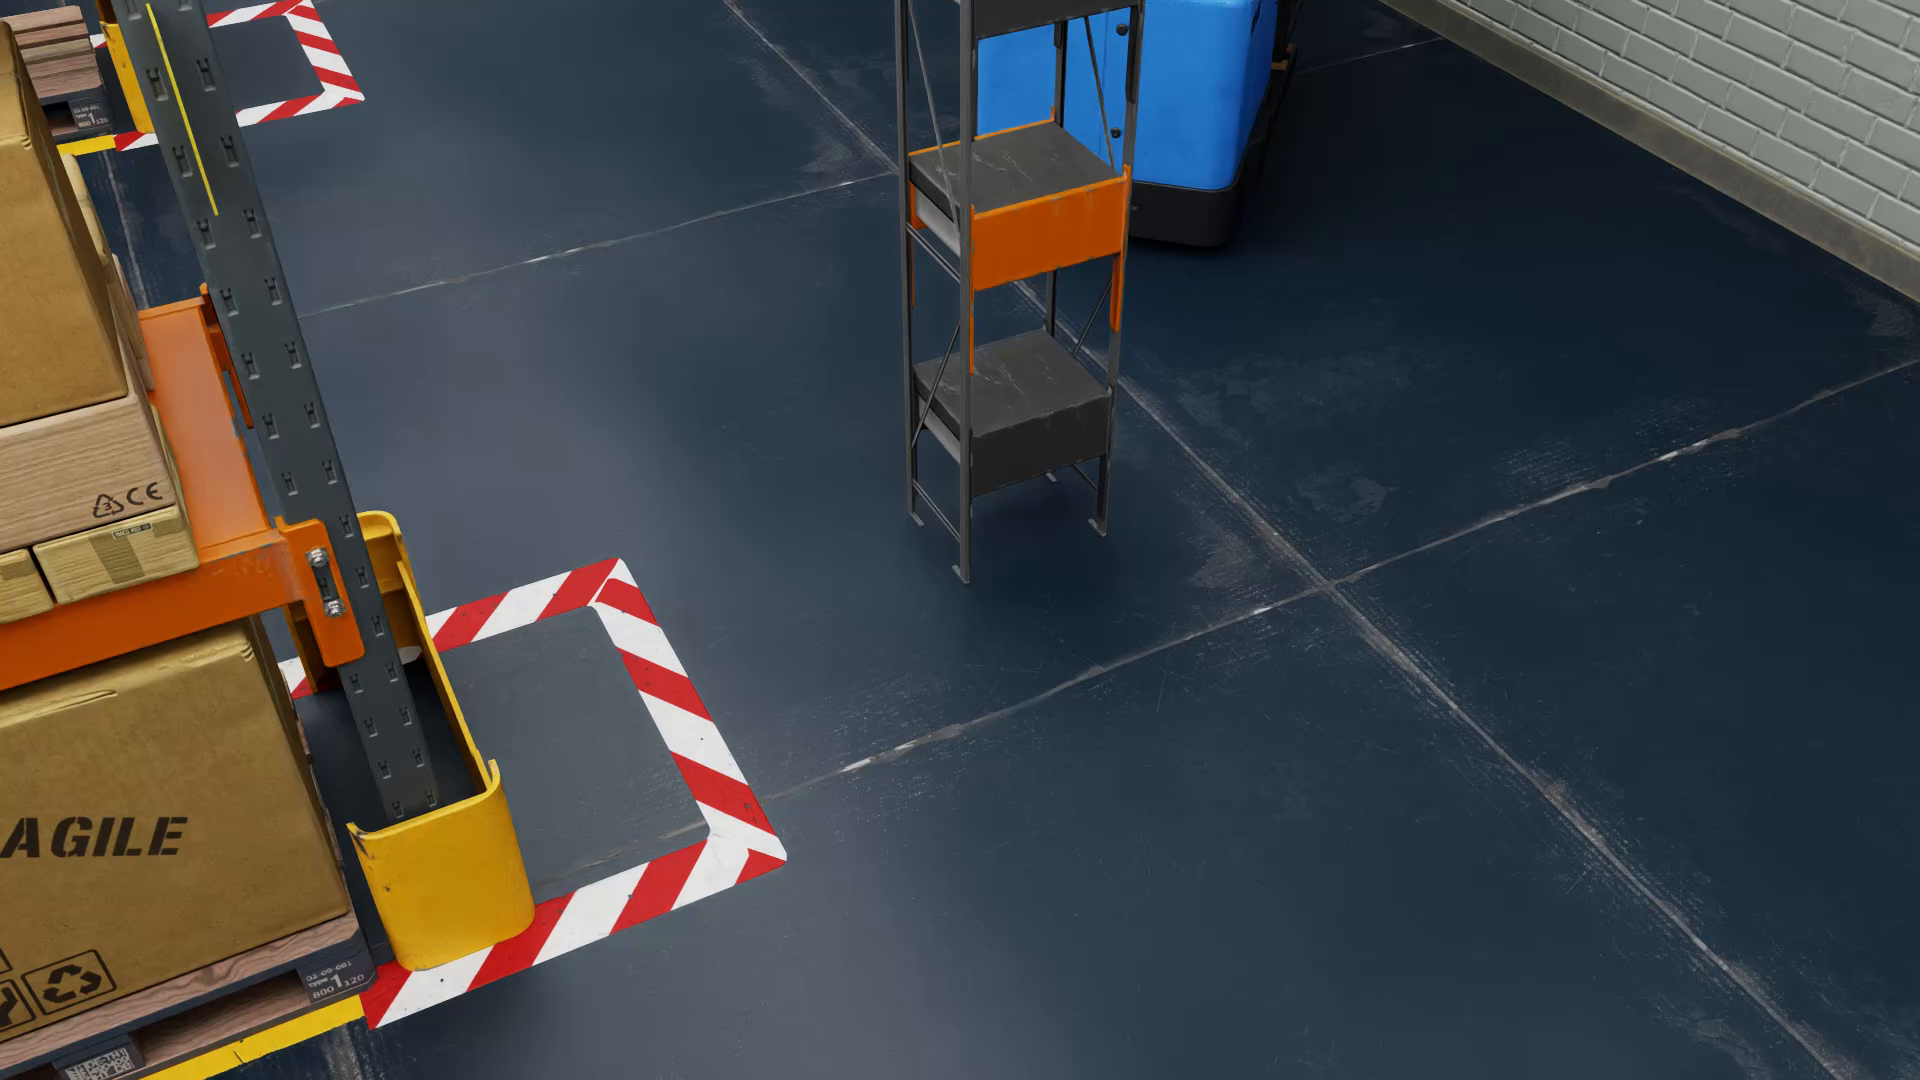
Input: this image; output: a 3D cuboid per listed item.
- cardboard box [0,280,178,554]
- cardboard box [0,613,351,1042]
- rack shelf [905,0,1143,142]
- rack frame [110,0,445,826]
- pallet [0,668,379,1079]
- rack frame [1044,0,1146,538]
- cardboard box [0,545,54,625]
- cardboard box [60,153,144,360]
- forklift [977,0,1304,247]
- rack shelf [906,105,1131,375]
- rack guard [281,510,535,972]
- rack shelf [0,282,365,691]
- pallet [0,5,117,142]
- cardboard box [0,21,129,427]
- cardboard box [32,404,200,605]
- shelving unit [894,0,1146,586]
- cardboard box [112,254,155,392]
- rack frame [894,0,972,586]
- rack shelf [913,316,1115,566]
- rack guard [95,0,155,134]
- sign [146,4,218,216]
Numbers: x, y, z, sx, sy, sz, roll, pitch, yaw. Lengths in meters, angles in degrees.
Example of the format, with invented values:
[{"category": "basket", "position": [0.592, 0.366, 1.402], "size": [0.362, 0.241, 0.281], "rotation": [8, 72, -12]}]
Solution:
[{"category": "cardboard box", "position": [-1.786, -0.225, 3.081], "size": [0.500, 0.250, 0.500], "rotation": [-19, 44, -21]}, {"category": "cardboard box", "position": [-2.010, 0.422, 3.750], "size": [0.875, 0.875, 0.875], "rotation": [-19, 44, -21]}, {"category": "rack shelf", "position": [0.147, -1.375, 4.187], "size": [0.480, 0.518, 0.431], "rotation": [-19, 44, -21]}, {"category": "rack frame", "position": [-1.479, -0.466, 3.479], "size": [0.127, 3.000, 1.000], "rotation": [-19, 44, -21]}, {"category": "pallet", "position": [-2.152, 0.882, 4.045], "size": [1.213, 0.211, 1.003], "rotation": [-19, 44, -21]}, {"category": "rack frame", "position": [0.363, -0.924, 4.716], "size": [0.015, 2.100, 0.400], "rotation": [-19, 44, -21]}, {"category": "cardboard box", "position": [-1.873, 0.004, 3.119], "size": [0.250, 0.149, 0.380], "rotation": [-18, 44, -20]}, {"category": "cardboard box", "position": [-2.030, -0.534, 3.445], "size": [0.500, 0.250, 0.500], "rotation": [-20, 44, -22]}, {"category": "forklift", "position": [0.958, -3.225, 6.791], "size": [1.130, 2.935, 3.031], "rotation": [11, 41, 12]}, {"category": "rack shelf", "position": [0.147, -0.840, 4.639], "size": [0.480, 0.518, 0.431], "rotation": [-19, 44, -21]}, {"category": "rack guard", "position": [-1.458, 0.481, 4.295], "size": [0.348, 0.500, 1.175], "rotation": [-19, 44, -21]}, {"category": "rack shelf", "position": [-3.253, 0.406, 3.006], "size": [4.000, 0.370, 1.077], "rotation": [-19, 44, -21]}, {"category": "pallet", "position": [-4.517, -2.016, 7.468], "size": [1.213, 0.211, 1.003], "rotation": [-19, 44, -21]}, {"category": "cardboard box", "position": [-1.790, -0.512, 2.839], "size": [0.500, 0.500, 0.500], "rotation": [-18, 43, -20]}, {"category": "cardboard box", "position": [-1.643, -0.075, 3.211], "size": [0.250, 0.149, 0.380], "rotation": [-18, 43, -20]}, {"category": "shelving unit", "position": [0.147, -0.851, 4.630], "size": [0.503, 2.100, 0.431], "rotation": [-19, 44, -21]}, {"category": "cardboard box", "position": [-1.947, -0.453, 3.658], "size": [0.250, 0.149, 0.380], "rotation": [-18, 43, -20]}, {"category": "rack frame", "position": [-0.070, -0.778, 4.544], "size": [0.015, 2.100, 0.400], "rotation": [-19, 44, -21]}, {"category": "rack shelf", "position": [0.147, -0.306, 5.091], "size": [0.480, 0.518, 0.431], "rotation": [-19, 44, -21]}, {"category": "rack guard", "position": [-3.752, -2.365, 7.656], "size": [0.348, 0.500, 1.175], "rotation": [-19, 44, -21]}, {"category": "sign", "position": [-1.241, -0.683, 2.656], "size": [0.005, 0.325, 0.100], "rotation": [-19, 44, -21]}]
